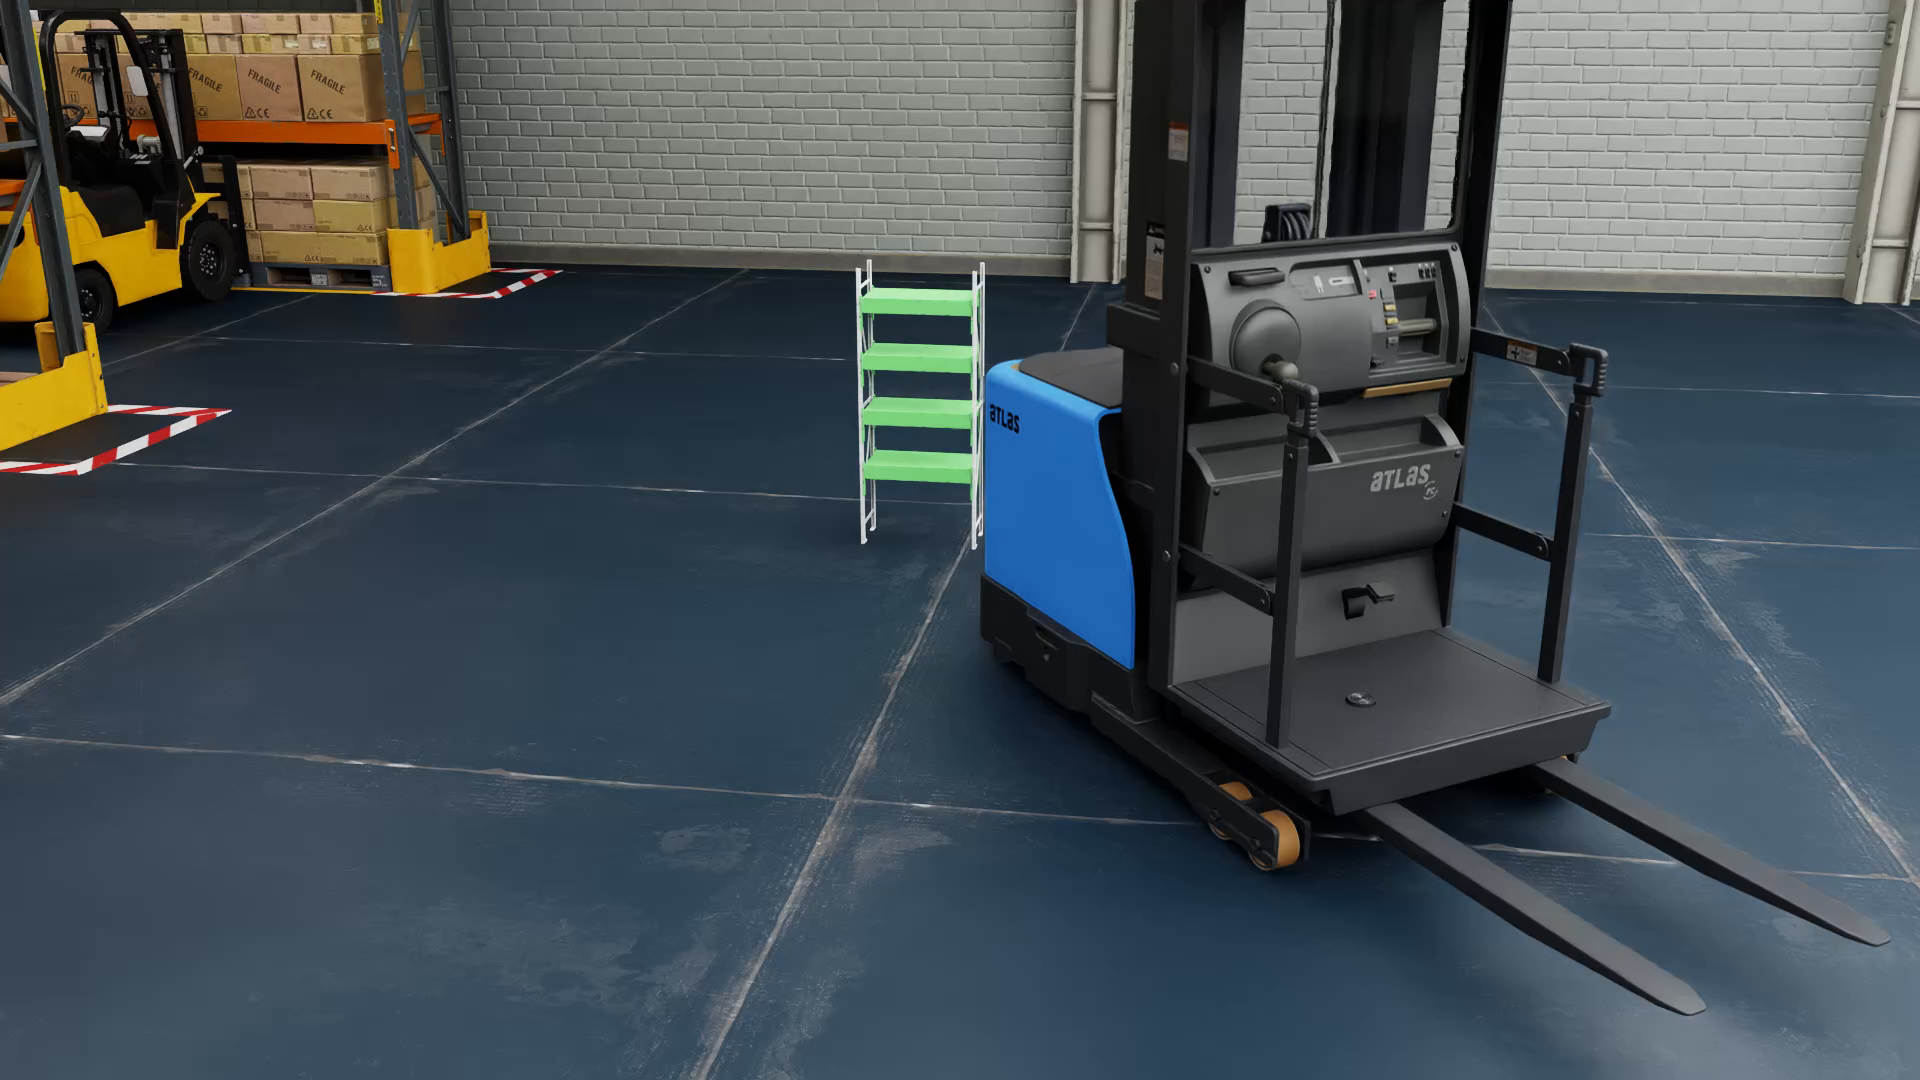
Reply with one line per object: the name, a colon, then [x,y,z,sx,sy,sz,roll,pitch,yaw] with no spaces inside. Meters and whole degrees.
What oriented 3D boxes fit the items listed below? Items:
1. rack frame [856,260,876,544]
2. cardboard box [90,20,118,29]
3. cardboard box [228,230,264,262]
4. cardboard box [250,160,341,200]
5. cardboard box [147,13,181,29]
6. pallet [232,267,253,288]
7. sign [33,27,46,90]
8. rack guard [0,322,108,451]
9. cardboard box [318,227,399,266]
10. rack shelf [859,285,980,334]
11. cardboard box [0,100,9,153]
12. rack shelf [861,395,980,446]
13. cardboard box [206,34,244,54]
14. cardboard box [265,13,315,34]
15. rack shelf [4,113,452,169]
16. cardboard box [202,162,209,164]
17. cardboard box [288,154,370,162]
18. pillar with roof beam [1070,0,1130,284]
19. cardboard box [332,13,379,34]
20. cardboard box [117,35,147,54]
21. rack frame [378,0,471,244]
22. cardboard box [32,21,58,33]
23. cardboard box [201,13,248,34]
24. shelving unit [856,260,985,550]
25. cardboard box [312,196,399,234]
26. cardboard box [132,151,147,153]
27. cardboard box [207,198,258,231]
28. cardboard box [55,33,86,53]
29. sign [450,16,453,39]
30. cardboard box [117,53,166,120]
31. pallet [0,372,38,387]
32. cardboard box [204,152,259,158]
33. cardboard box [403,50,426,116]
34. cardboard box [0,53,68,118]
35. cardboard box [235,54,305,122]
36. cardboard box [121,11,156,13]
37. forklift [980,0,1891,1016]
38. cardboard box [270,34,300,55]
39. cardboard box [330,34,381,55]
rack frame: [-0.404,-0.590,7.174,0.015,1.200,0.240,3,19,9]
cardboard box: [-6.659,-4.097,13.172,0.250,0.149,0.380,3,19,8]
cardboard box: [-5.757,-2.425,13.494,0.500,0.250,0.500,3,19,9]
cardboard box: [-5.271,-2.867,13.241,0.500,0.250,0.500,3,19,10]
cardboard box: [-6.164,-4.072,13.098,0.250,0.149,0.380,3,19,9]
pallet: [-6.224,-2.314,13.886,1.213,0.211,1.003,3,19,9]
sign: [-4.959,-2.574,8.904,0.005,0.325,0.100,3,19,9]
rack guard: [-5.120,-0.812,8.942,0.348,0.500,1.175,3,19,9]
cardboard box: [-4.775,-2.369,13.326,0.500,0.250,0.500,3,19,9]
rack shelf: [-0.163,-0.972,7.006,0.480,0.148,0.258,3,19,9]
cardboard box: [-5.469,-2.293,8.801,0.500,0.500,0.500,3,19,8]
rack shelf: [-0.163,-0.517,7.158,0.480,0.148,0.258,3,19,9]
cardboard box: [-5.666,-3.884,13.004,0.250,0.149,0.380,2,19,7]
cardboard box: [-5.160,-4.004,12.894,0.250,0.149,0.380,3,19,10]
rack shelf: [-6.236,-3.308,13.597,4.000,0.370,1.077,3,19,9]
cardboard box: [-6.270,-2.918,13.391,0.500,0.250,0.500,3,19,8]
cardboard box: [-5.200,-3.026,13.714,0.500,0.250,0.500,3,19,9]
pillar with roof beam: [0.435,-5.060,8.245,0.400,9.000,9.100,3,19,9]
cardboard box: [-4.649,-3.997,12.872,0.250,0.149,0.380,3,19,9]
cardboard box: [-6.414,-3.923,13.119,0.250,0.149,0.380,3,19,8]
rack frame: [-4.261,-3.549,13.182,0.127,3.000,1.000,3,19,9]
cardboard box: [-7.179,-4.097,13.172,0.250,0.149,0.380,3,19,10]
cardboard box: [-5.668,-4.018,12.937,0.250,0.149,0.380,3,19,10]
shelving unit: [-0.163,-0.577,7.138,0.503,1.200,0.258,3,19,9]
cardboard box: [-4.792,-2.608,13.253,0.500,0.250,0.500,3,19,8]
cardboard box: [-7.192,-3.134,14.039,0.500,0.250,0.500,3,19,8]
cardboard box: [-5.798,-2.656,13.396,0.500,0.250,0.500,2,19,7]
cardboard box: [-6.930,-3.940,13.172,0.250,0.149,0.380,3,19,8]
sign: [-4.167,-4.170,13.551,0.005,0.325,0.100,3,19,9]
cardboard box: [-6.304,-3.615,13.223,0.500,0.500,0.500,3,19,9]
pallet: [-5.917,-0.727,9.143,1.213,0.211,1.003,3,19,9]
cardboard box: [-6.197,-3.082,13.883,0.500,0.250,0.500,3,19,8]
cardboard box: [-4.706,-3.708,13.500,0.500,0.500,0.500,4,19,10]
cardboard box: [-7.297,-3.672,13.394,0.500,0.500,0.500,3,19,10]
cardboard box: [-5.300,-3.568,13.081,0.500,0.500,0.500,4,19,10]
cardboard box: [-6.833,-4.278,13.712,0.250,0.149,0.380,3,19,8]
forklift: [1.182,-0.638,4.592,1.130,2.935,3.031,-9,21,-25]
cardboard box: [-5.152,-3.869,12.960,0.250,0.149,0.380,3,19,10]
cardboard box: [-4.648,-3.833,12.853,0.250,0.149,0.380,3,19,9]
